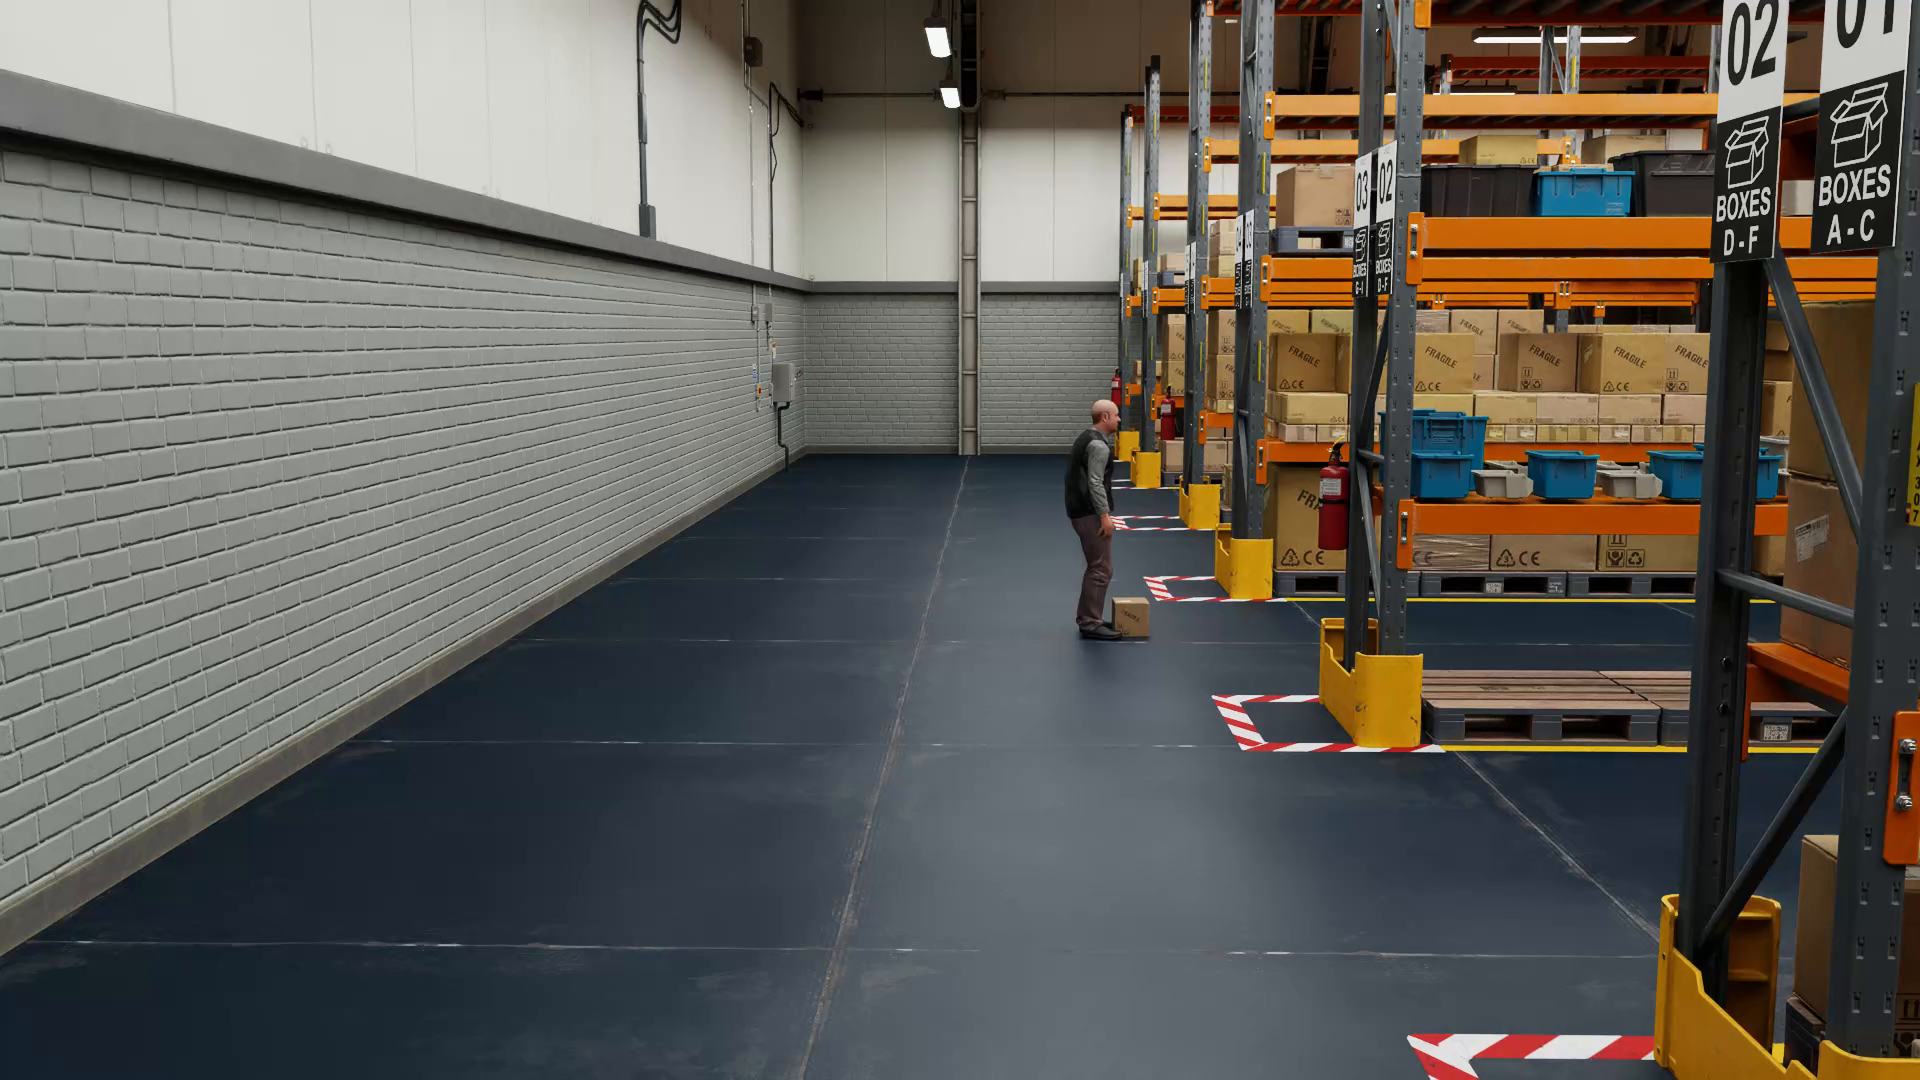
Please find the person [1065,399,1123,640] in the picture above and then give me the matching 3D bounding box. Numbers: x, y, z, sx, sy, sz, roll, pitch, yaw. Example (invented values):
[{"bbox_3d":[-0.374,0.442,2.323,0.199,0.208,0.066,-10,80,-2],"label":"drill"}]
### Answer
[{"bbox_3d":[0.975,-0.164,12.164,0.417,1.722,0.593,0,7,-2],"label":"person"}]
